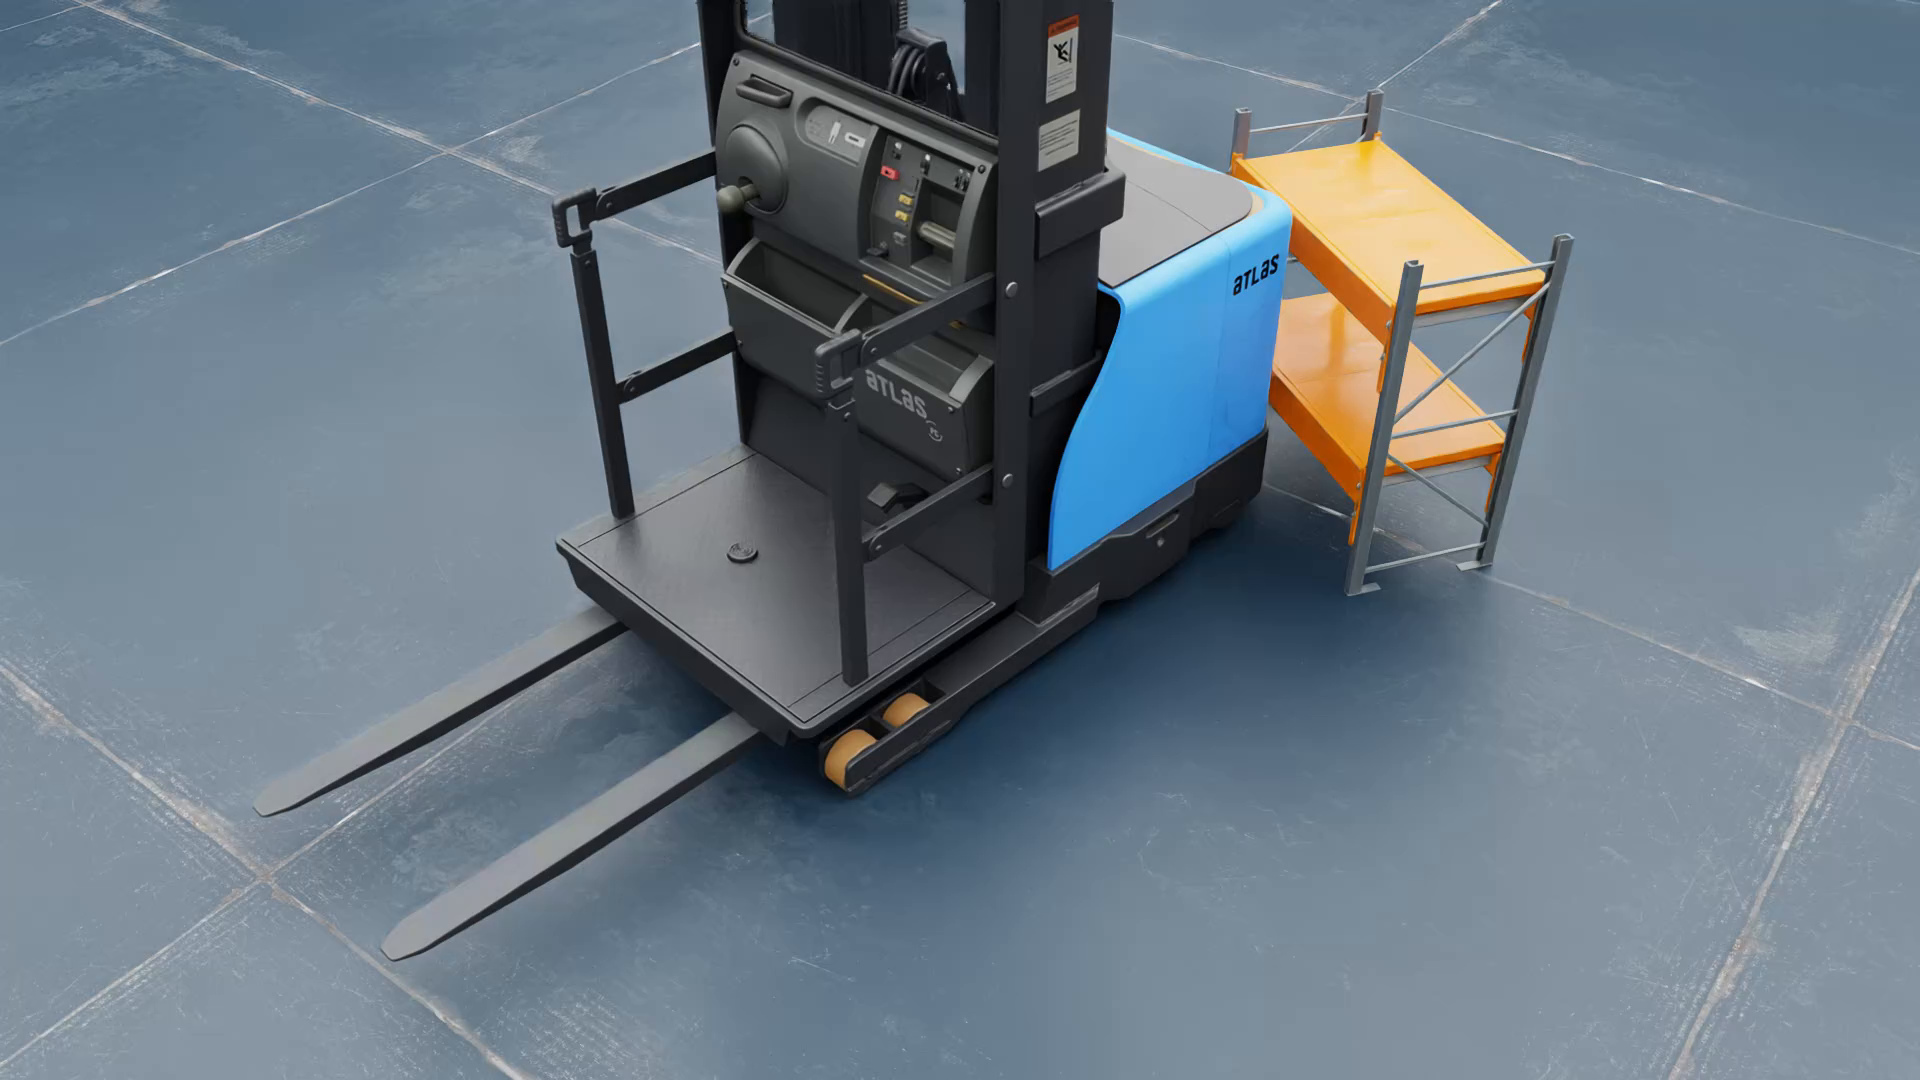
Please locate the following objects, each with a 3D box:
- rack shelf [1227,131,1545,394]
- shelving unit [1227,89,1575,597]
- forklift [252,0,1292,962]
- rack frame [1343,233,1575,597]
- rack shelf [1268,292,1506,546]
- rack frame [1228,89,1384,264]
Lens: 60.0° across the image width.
[{"bbox_3d":[1.248,-0.855,4.955,0.538,0.278,1.000,-11,39,-14],"label":"rack shelf"},{"bbox_3d":[1.248,-0.625,5.135,0.538,1.125,1.048,-11,39,-14],"label":"shelving unit"},{"bbox_3d":[-0.427,-0.847,3.955,1.130,2.935,3.031,32,48,34],"label":"forklift"},{"bbox_3d":[1.407,-0.327,4.755,0.500,1.125,0.032,-11,39,-14],"label":"rack frame"},{"bbox_3d":[1.248,-0.432,5.286,0.538,0.278,1.000,-11,39,-14],"label":"rack shelf"},{"bbox_3d":[1.090,-0.922,5.516,0.500,1.125,0.032,-11,39,-14],"label":"rack frame"}]
